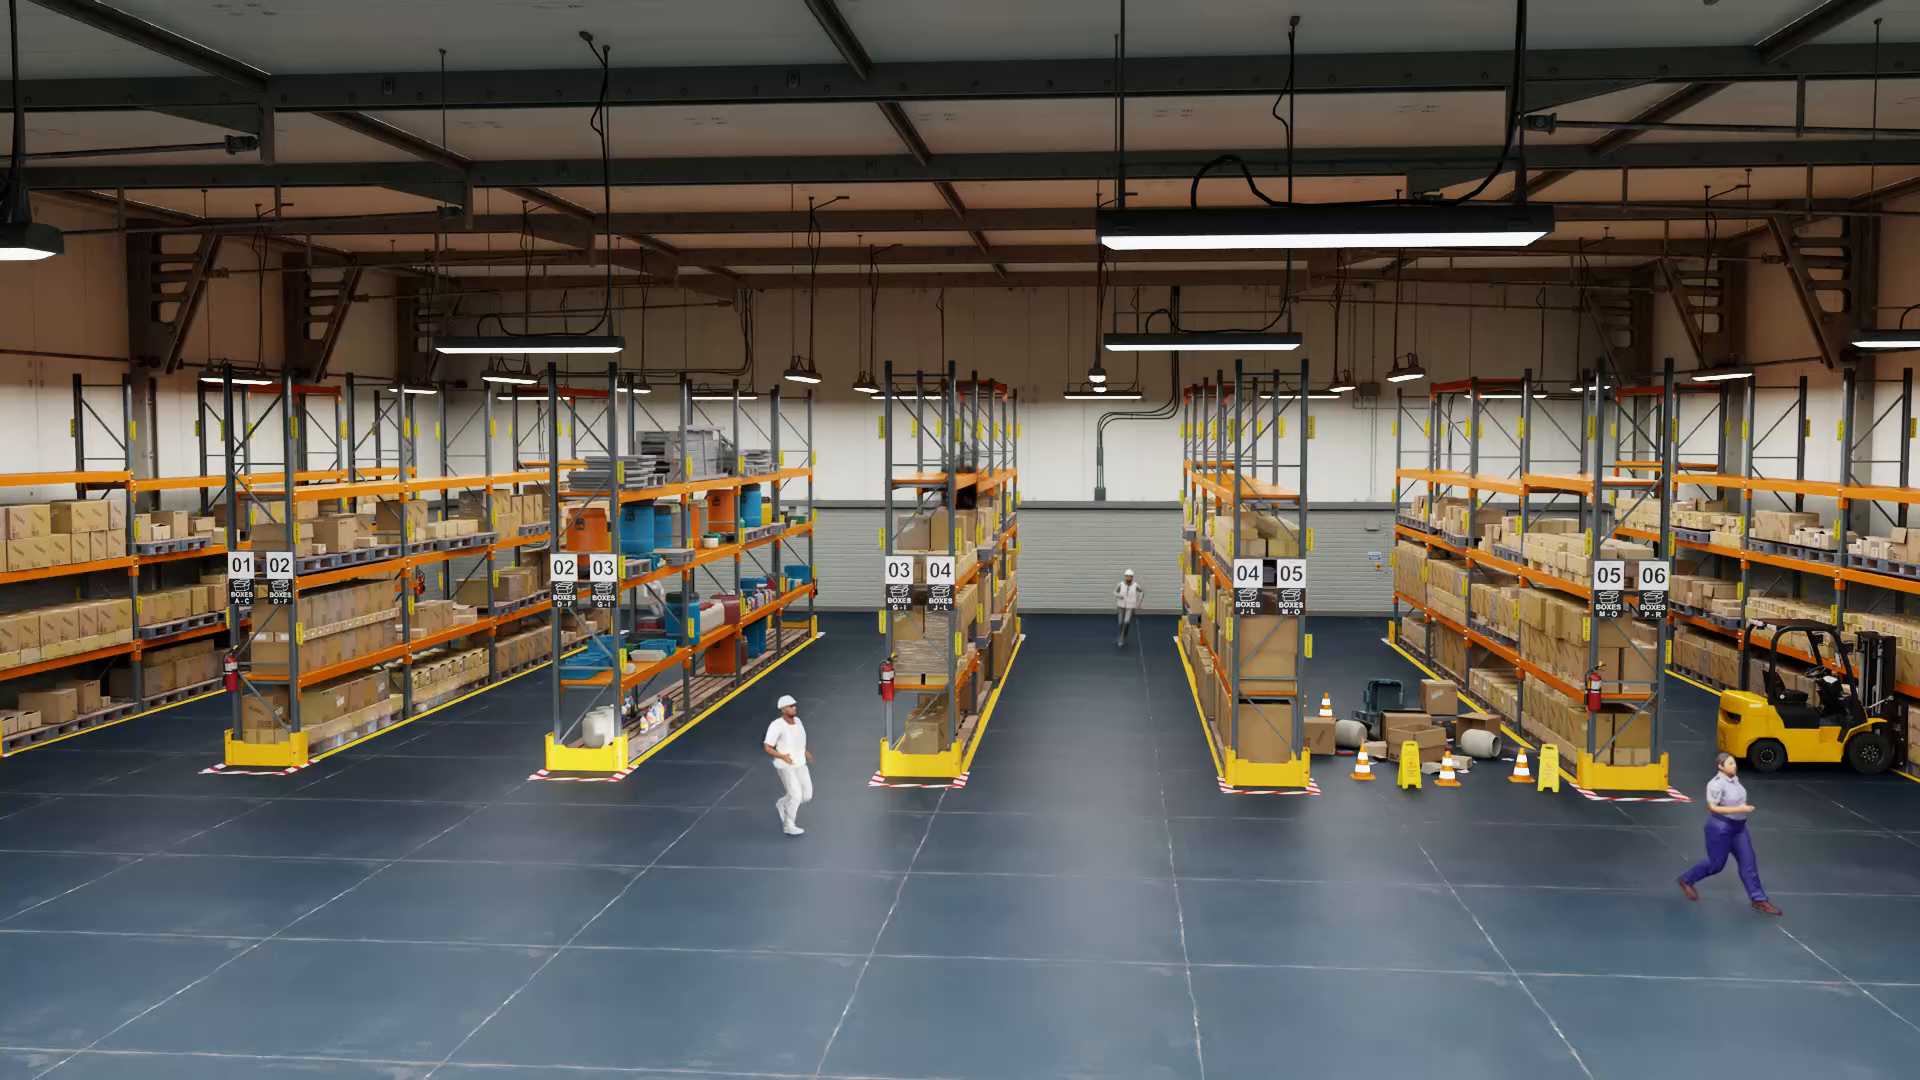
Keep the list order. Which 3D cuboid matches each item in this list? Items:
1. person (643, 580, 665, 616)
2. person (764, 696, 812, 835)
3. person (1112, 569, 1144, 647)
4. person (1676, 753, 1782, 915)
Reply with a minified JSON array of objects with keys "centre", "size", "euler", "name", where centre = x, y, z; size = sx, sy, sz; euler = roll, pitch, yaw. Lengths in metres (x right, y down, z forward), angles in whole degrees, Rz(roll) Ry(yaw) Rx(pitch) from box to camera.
[{"centre":[-7.484,1.546,40.861],"size":[0.588,1.537,0.495],"euler":[-2,4,-25],"name":"person"},{"centre":[-2.117,2.785,20.640],"size":[0.605,1.718,0.697],"euler":[3,5,36],"name":"person"},{"centre":[3.916,1.584,38.848],"size":[0.700,1.809,0.737],"euler":[1,4,15],"name":"person"},{"centre":[8.022,3.016,17.312],"size":[0.613,1.602,1.037],"euler":[-3,5,-34],"name":"person"}]
